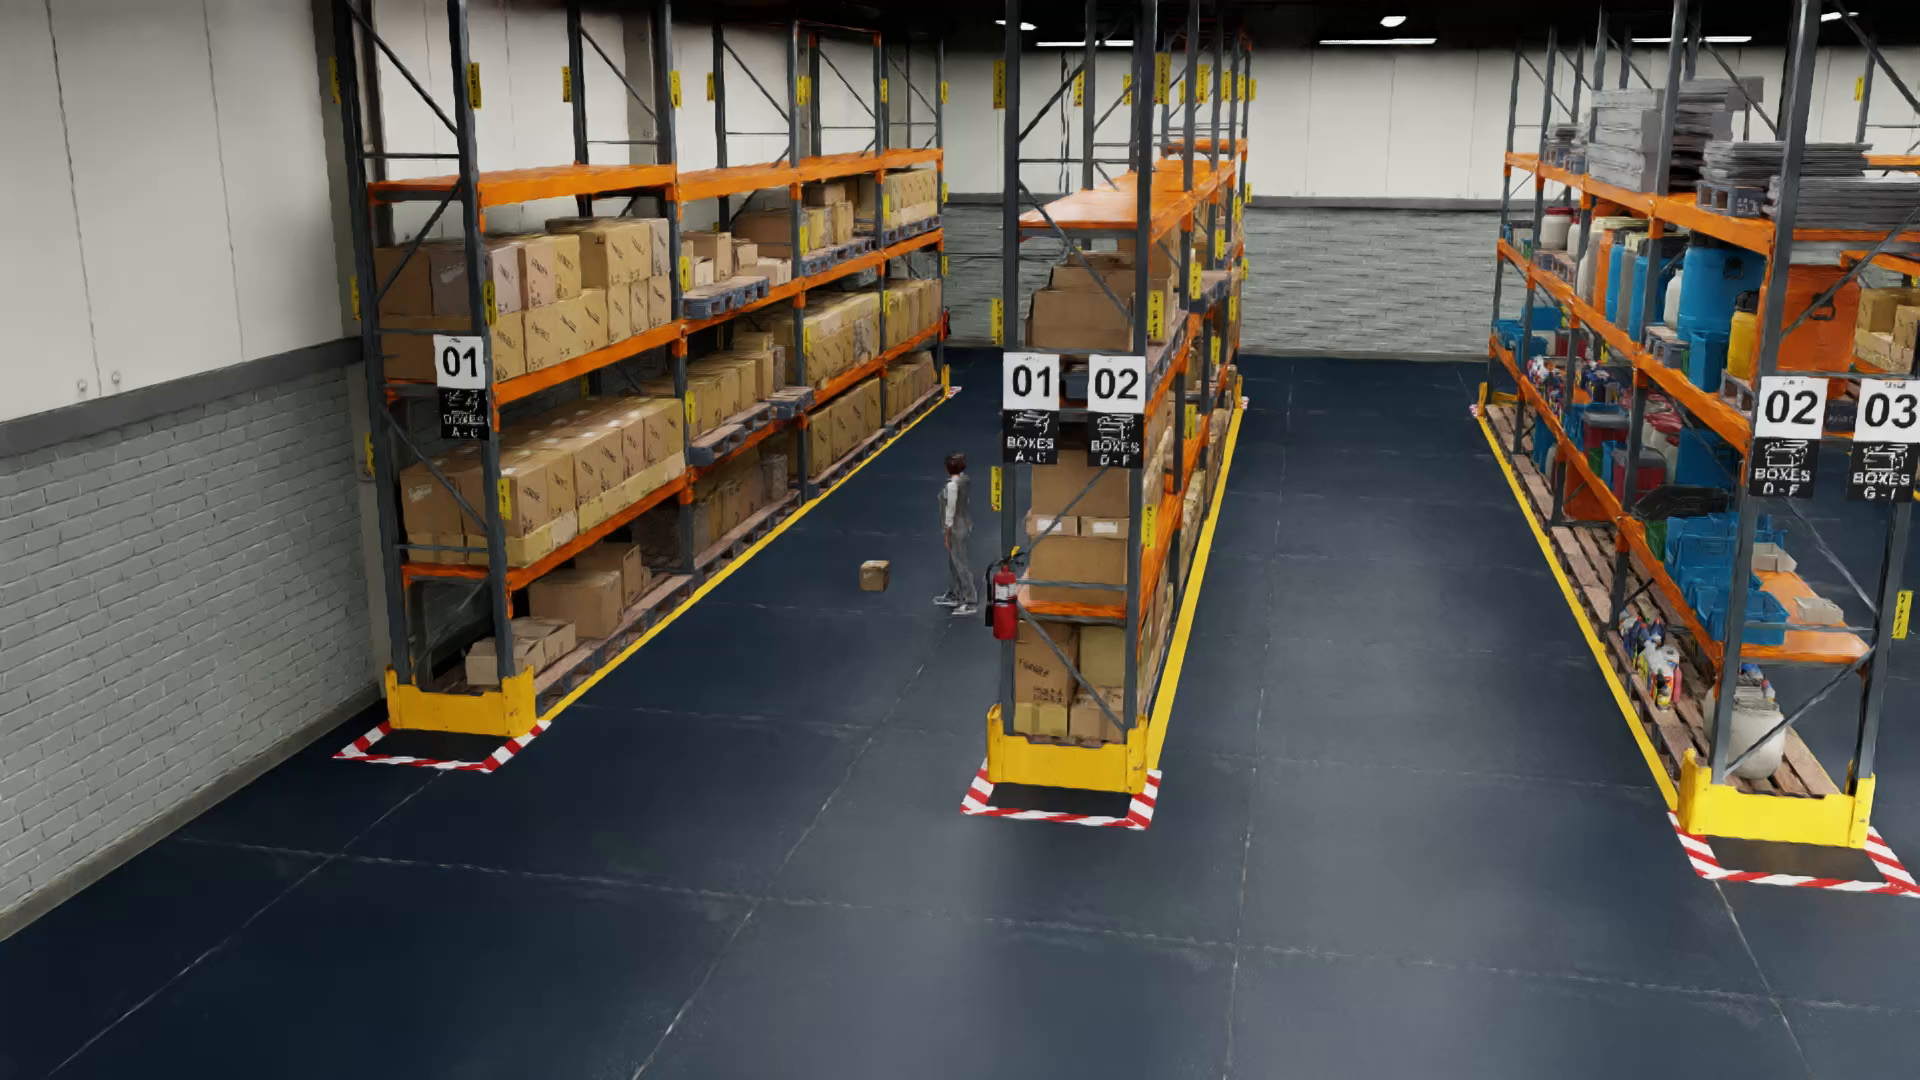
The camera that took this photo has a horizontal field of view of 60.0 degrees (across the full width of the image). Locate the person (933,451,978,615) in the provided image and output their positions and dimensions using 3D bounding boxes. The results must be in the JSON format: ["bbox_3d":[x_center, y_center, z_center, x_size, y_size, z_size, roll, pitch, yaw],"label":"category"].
[{"bbox_3d":[-0.046,-0.097,16.336,0.533,1.587,0.596,5,16,17],"label":"person"}]
